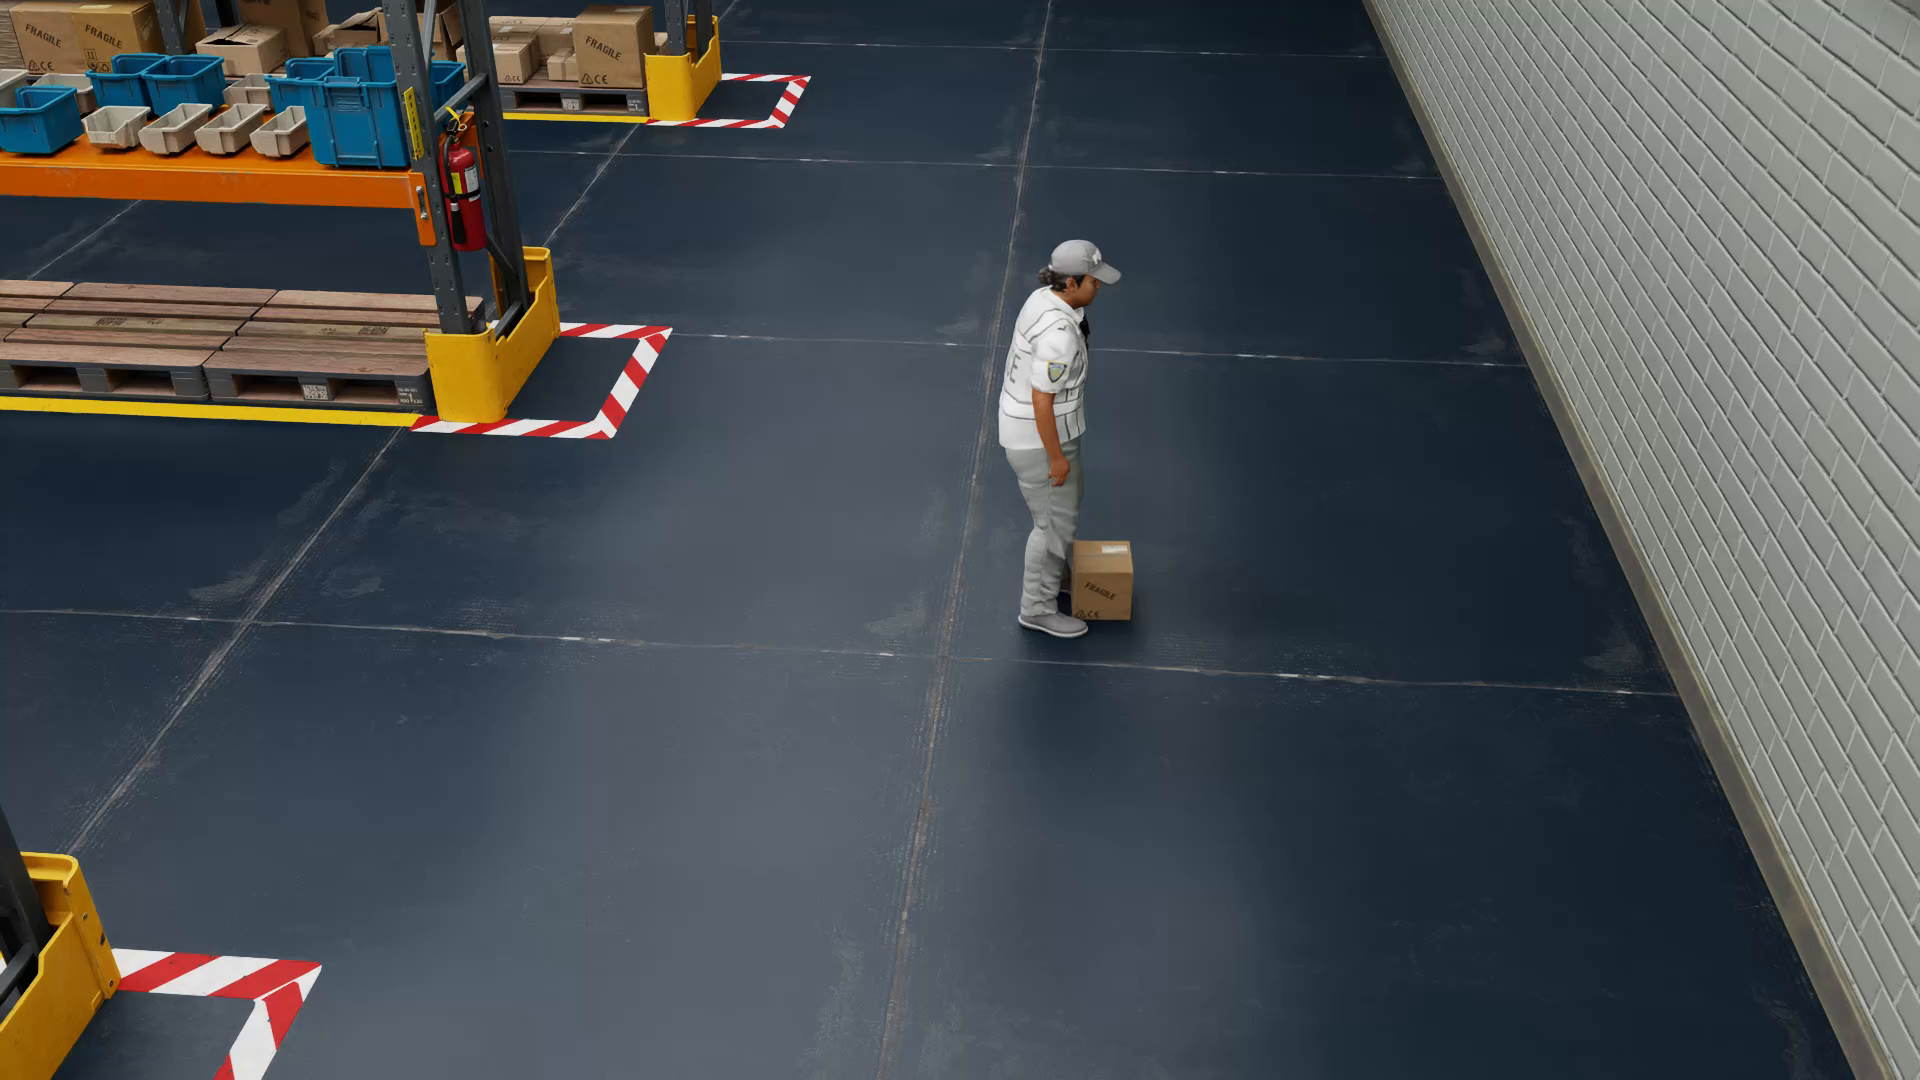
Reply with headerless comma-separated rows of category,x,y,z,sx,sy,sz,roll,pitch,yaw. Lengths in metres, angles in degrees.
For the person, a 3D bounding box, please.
person,0.392,-0.430,6.815,0.469,1.664,0.547,1,32,2
